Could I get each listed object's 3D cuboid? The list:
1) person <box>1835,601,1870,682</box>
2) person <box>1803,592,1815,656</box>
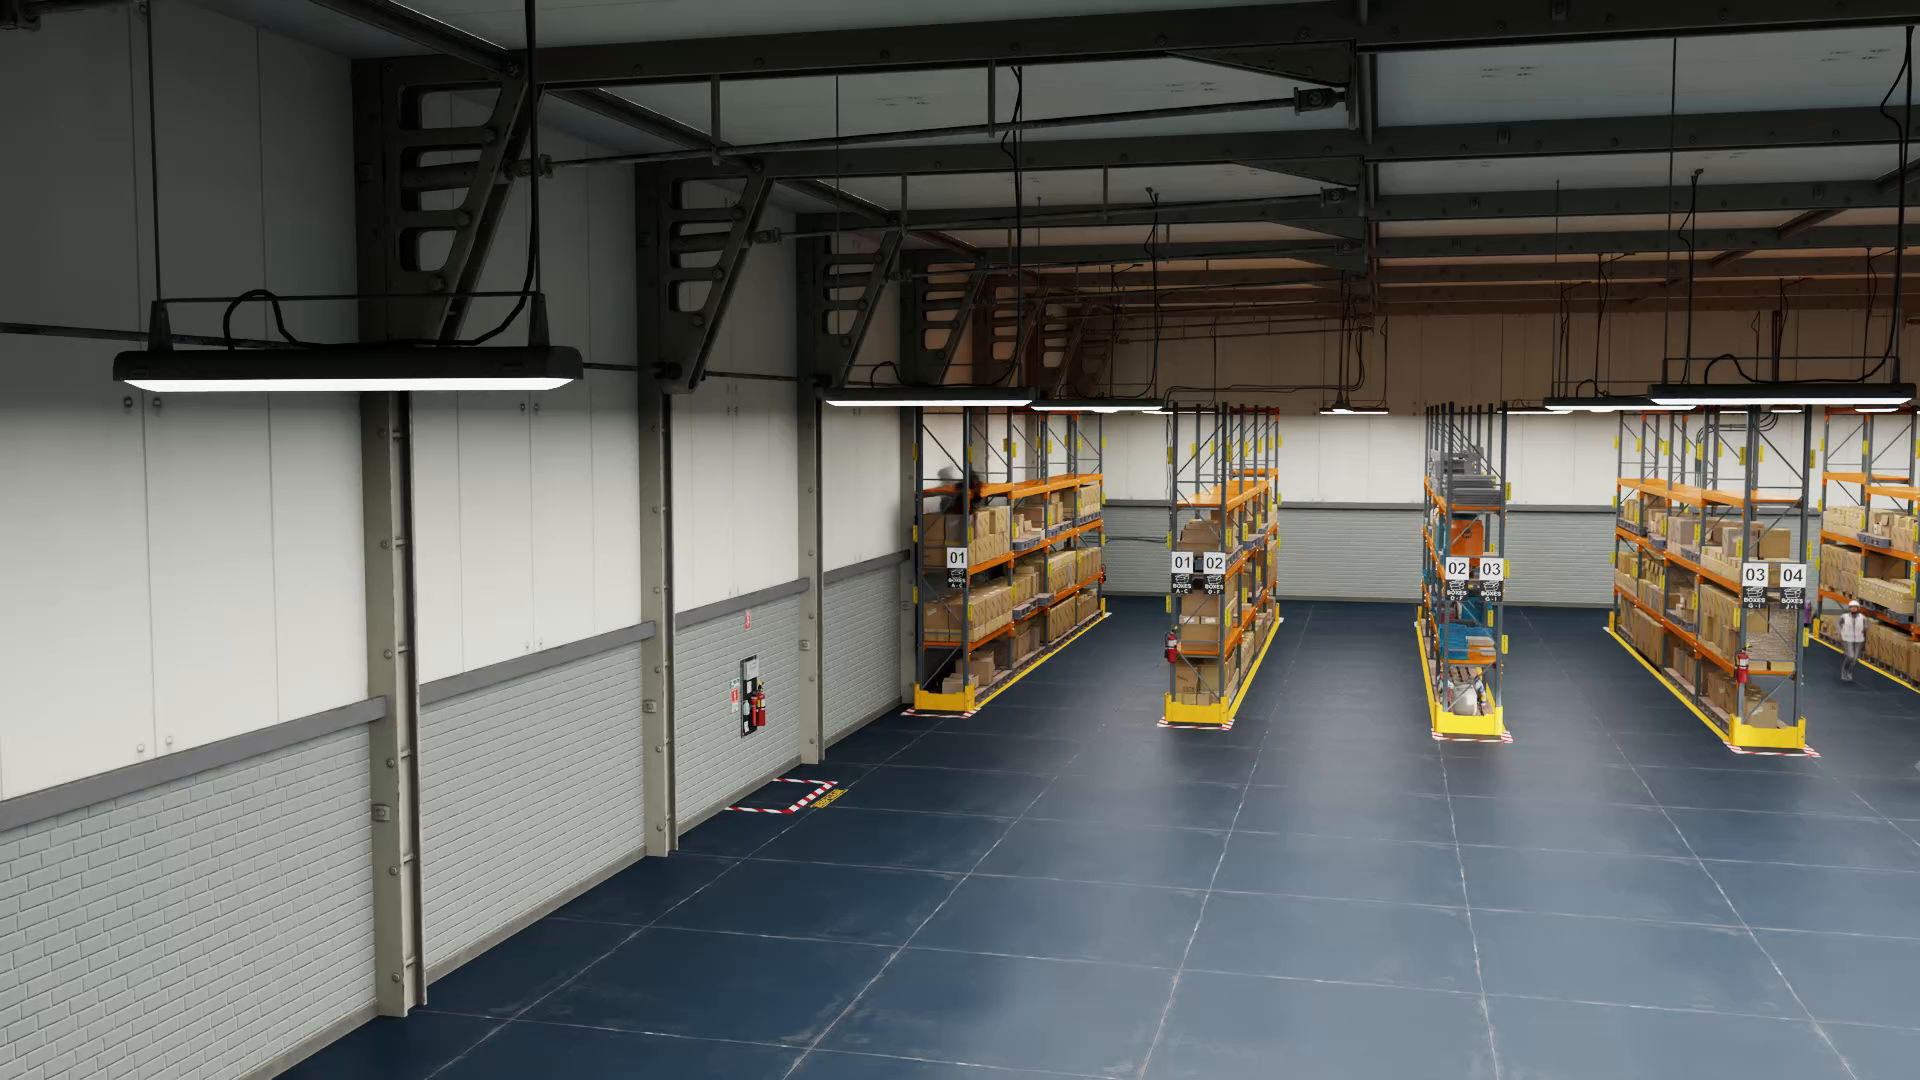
[{"bbox_3d":[19.313,2.199,35.942,0.631,1.788,0.704,1,4,14],"label":"person"},{"bbox_3d":[20.317,1.989,40.126,0.535,1.579,0.594,1,4,19],"label":"person"}]
